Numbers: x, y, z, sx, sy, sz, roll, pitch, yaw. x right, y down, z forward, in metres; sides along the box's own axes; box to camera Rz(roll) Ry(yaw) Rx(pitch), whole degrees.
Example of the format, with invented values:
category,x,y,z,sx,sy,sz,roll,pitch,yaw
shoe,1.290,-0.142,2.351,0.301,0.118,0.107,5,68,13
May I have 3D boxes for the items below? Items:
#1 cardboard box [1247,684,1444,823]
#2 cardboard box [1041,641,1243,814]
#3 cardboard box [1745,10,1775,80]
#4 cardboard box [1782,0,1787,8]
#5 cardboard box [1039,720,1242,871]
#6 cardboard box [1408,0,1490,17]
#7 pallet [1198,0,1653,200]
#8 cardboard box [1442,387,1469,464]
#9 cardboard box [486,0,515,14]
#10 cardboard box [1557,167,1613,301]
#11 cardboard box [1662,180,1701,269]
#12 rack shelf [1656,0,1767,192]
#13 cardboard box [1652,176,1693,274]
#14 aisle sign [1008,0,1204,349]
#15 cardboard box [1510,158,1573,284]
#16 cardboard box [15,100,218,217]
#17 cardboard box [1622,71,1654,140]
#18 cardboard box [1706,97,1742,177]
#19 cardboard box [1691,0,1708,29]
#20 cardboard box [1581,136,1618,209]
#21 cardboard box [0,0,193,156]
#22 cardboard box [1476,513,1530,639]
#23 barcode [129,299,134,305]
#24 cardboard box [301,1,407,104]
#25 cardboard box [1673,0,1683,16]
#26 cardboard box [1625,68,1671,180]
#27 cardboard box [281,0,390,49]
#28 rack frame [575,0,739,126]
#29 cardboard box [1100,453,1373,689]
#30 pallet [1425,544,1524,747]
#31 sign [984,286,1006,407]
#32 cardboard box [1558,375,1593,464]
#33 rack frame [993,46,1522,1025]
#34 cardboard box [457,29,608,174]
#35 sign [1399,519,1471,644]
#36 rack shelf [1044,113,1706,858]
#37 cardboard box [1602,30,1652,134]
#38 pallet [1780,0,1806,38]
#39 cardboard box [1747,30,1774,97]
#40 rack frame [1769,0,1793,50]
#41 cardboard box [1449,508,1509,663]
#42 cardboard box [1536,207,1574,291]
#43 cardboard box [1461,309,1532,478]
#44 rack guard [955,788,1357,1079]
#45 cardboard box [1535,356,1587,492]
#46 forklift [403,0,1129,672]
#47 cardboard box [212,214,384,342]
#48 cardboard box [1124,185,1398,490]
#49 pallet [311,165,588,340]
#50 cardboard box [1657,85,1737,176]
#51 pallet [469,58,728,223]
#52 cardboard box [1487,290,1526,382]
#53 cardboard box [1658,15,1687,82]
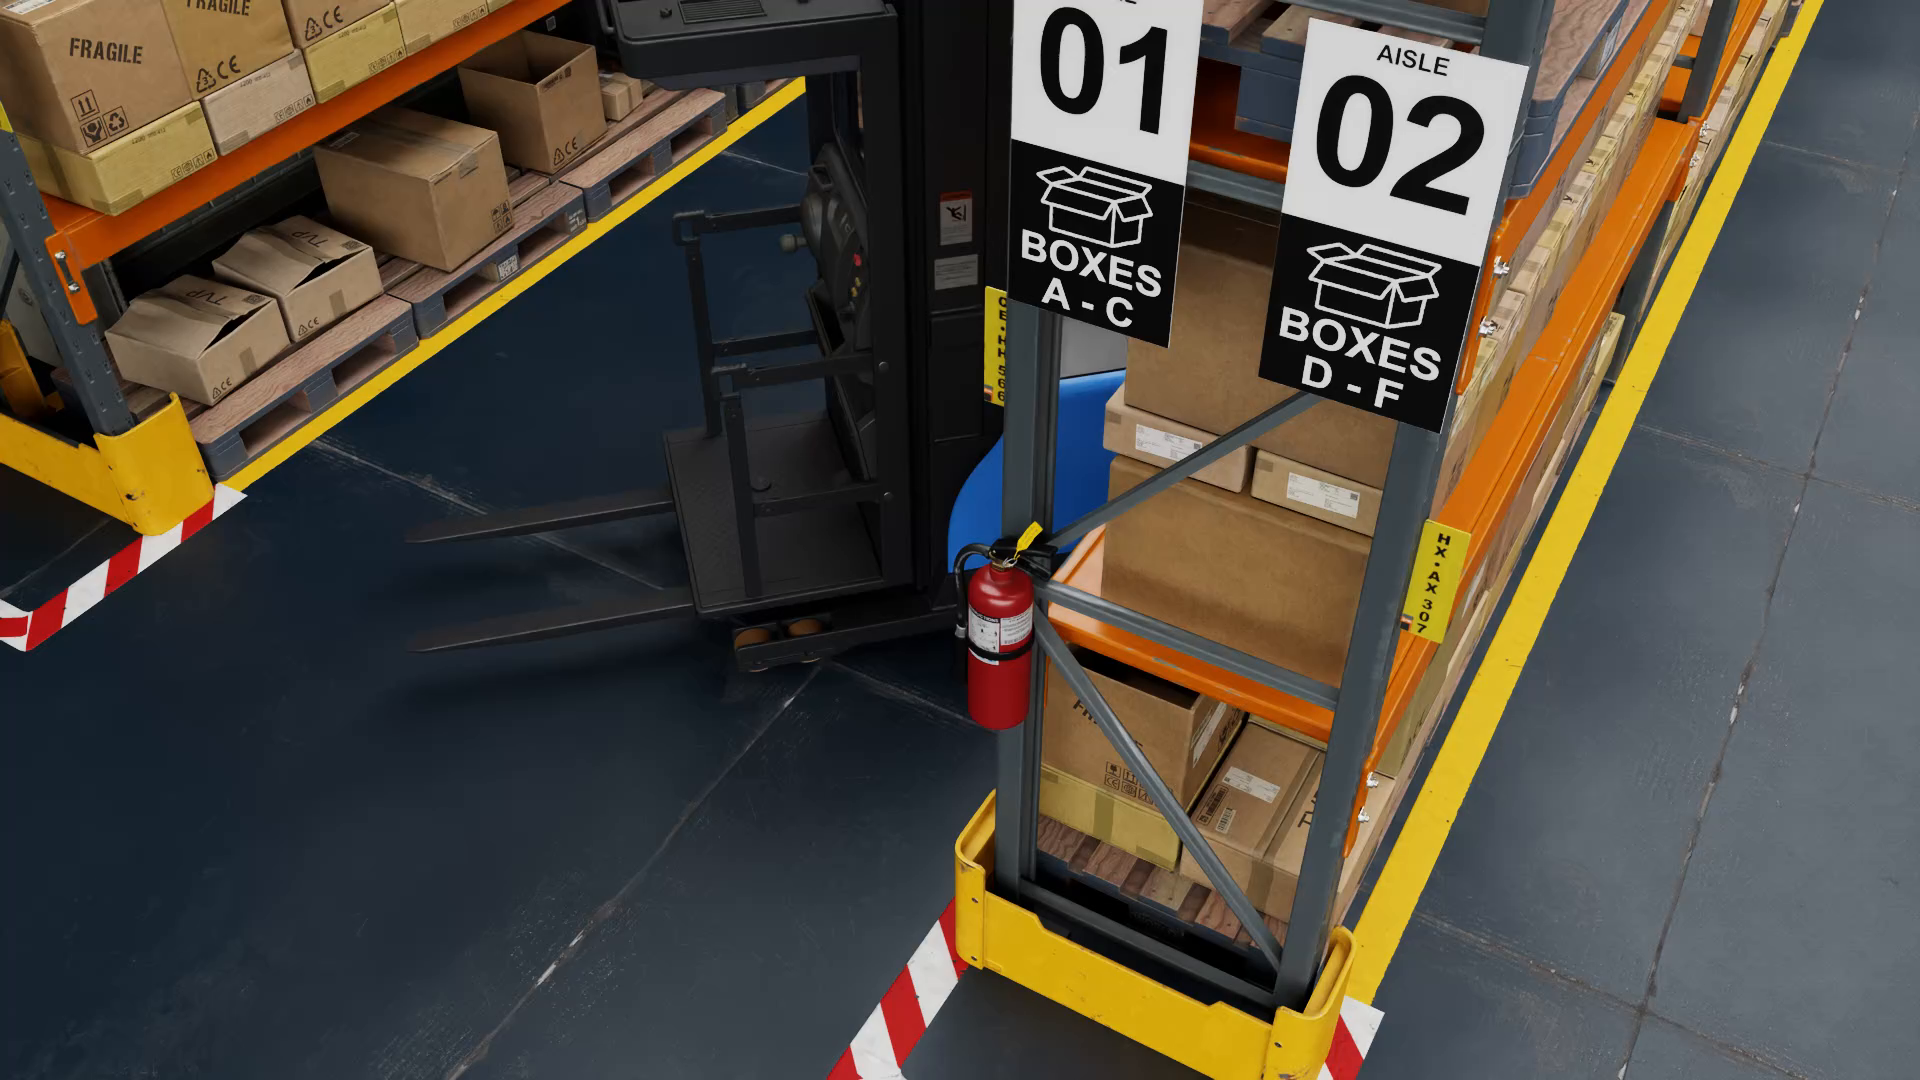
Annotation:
category,x,y,z,sx,sy,sz,roll,pitch,yaw
cardboard box,1.273,0.616,5.544,0.500,0.250,0.500,21,45,22
cardboard box,0.576,0.450,5.165,0.500,0.500,0.500,21,45,22
cardboard box,4.010,-2.683,8.865,0.500,0.311,0.500,21,45,22
cardboard box,4.520,-3.270,9.533,0.500,0.311,0.500,22,46,23
cardboard box,0.578,0.732,5.412,0.500,0.250,0.500,21,45,22
cardboard box,0.857,-1.440,3.344,0.797,0.503,0.637,24,47,25
pallet,0.942,-1.226,3.670,1.003,0.211,1.213,21,45,22
cardboard box,1.078,-0.324,4.282,0.380,0.149,0.250,20,45,21
cardboard box,-2.193,-2.668,7.608,0.500,0.250,0.500,21,45,22
cardboard box,1.838,-1.218,5.788,0.700,0.500,0.500,22,46,23
cardboard box,3.240,-1.593,8.052,0.500,0.250,0.500,22,46,23
rack shelf,3.568,-2.901,8.319,1.077,0.370,4.000,21,45,22
cardboard box,2.990,-1.517,7.541,0.500,0.311,0.500,21,46,22
aisle sign,0.278,-0.773,3.391,0.394,0.787,0.004,21,45,22
cardboard box,1.347,-1.147,4.725,0.700,0.500,0.500,21,46,22
cardboard box,-3.206,-1.499,6.281,0.500,0.250,0.500,20,45,21
cardboard box,2.106,-1.500,5.617,0.380,0.149,0.250,21,45,22
cardboard box,3.753,-2.181,8.720,0.500,0.250,0.500,22,46,23
cardboard box,2.617,-2.081,6.277,0.380,0.149,0.250,21,45,22
cardboard box,1.849,-1.202,5.279,0.380,0.149,0.250,22,46,23
cardboard box,-3.226,-1.780,6.033,0.500,0.500,0.500,21,46,22
cardboard box,1.778,0.045,6.192,0.500,0.250,0.500,21,45,22
barcode,-3.638,-1.042,7.359,0.001,0.075,0.075,21,45,22
cardboard box,-2.699,-2.091,6.953,0.500,0.250,0.500,20,45,21
cardboard box,2.351,-2.295,6.029,0.700,0.500,0.500,21,46,22
cardboard box,2.351,-1.808,6.458,0.700,0.500,0.500,20,45,21
cardboard box,-2.706,-2.353,6.684,0.500,0.500,0.500,19,45,21
rack frame,-1.724,-3.663,8.640,1.000,3.000,0.127,21,45,22
cardboard box,0.810,-0.038,4.448,0.700,0.500,0.500,21,45,22
pallet,1.523,0.162,6.406,1.003,0.211,1.213,21,45,22
sign,0.103,-0.449,3.935,0.100,0.325,0.005,21,45,22
cardboard box,2.266,-0.532,6.847,0.500,0.250,0.500,21,45,22
rack frame,0.565,0.262,4.183,1.000,3.000,0.127,21,45,22
cardboard box,-2.208,-2.283,8.631,0.500,0.500,0.500,18,44,19
sign,1.043,0.095,3.658,0.100,0.325,0.005,21,45,22
rack shelf,1.566,-0.612,5.720,1.077,0.370,4.000,21,45,22
cardboard box,1.848,-1.719,5.375,0.700,0.500,0.500,21,45,22
pallet,4.975,-3.684,10.773,1.003,0.211,1.213,21,45,22
cardboard box,4.262,-2.763,9.381,0.500,0.250,0.500,20,45,22
rack frame,4.569,-4.315,9.381,1.000,3.000,0.127,21,45,22
cardboard box,1.514,0.045,5.625,0.500,0.500,0.500,21,45,22
cardboard box,1.591,-0.910,4.947,0.380,0.149,0.250,20,45,22
cardboard box,1.322,-0.623,5.112,0.700,0.500,0.500,21,46,22
rack guard,0.553,1.214,4.993,1.175,0.500,0.348,21,45,22
cardboard box,2.017,-0.527,6.274,0.500,0.500,0.500,21,45,22
forklift,-0.608,-0.997,5.664,3.031,2.935,1.130,-10,42,-11
cardboard box,-3.016,-1.222,7.570,0.500,0.311,0.500,25,47,25
cardboard box,0.837,-0.555,4.054,0.700,0.500,0.500,21,46,22
pallet,-2.639,-1.520,8.316,1.003,0.211,1.213,21,45,22
cardboard box,3.503,-2.098,8.201,0.500,0.311,0.500,19,45,21
pallet,-2.029,-2.220,9.112,1.003,0.211,1.213,21,45,22
cardboard box,1.332,-0.610,4.607,0.380,0.149,0.250,20,45,21
cardboard box,2.362,-1.790,5.946,0.380,0.149,0.250,20,45,21
